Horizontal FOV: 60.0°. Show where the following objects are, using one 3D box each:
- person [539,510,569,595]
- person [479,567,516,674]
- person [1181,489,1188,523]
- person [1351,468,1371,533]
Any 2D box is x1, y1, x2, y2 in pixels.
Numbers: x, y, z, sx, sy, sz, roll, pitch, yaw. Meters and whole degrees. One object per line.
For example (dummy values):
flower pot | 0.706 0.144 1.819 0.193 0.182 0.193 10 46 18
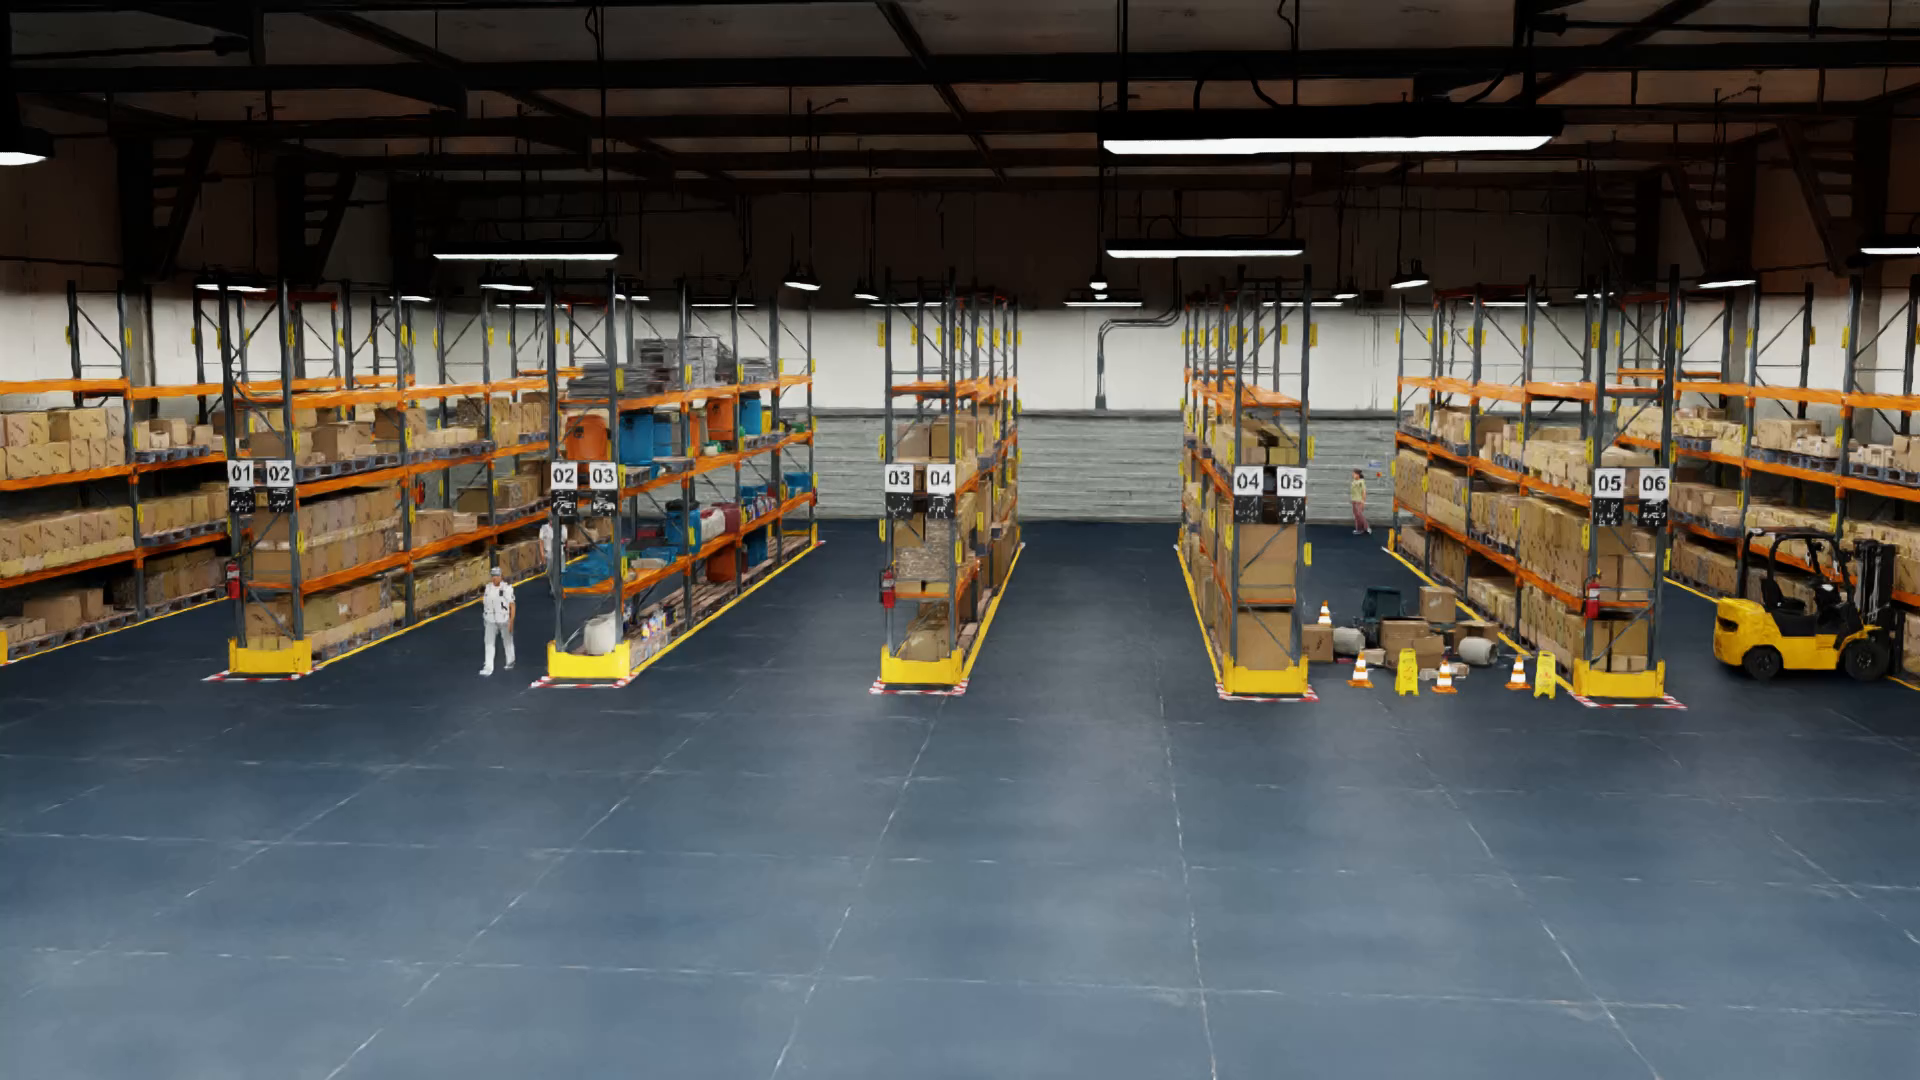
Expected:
person | -7.808 0.263 31.944 0.536 1.707 1.021 0 7 -3
person | -6.870 1.186 24.790 0.497 1.596 0.997 0 7 0
person | 5.686 -0.758 40.748 0.475 1.669 0.569 -4 8 -29
person | 10.257 -1.003 42.555 0.446 1.668 0.617 -4 8 -28
